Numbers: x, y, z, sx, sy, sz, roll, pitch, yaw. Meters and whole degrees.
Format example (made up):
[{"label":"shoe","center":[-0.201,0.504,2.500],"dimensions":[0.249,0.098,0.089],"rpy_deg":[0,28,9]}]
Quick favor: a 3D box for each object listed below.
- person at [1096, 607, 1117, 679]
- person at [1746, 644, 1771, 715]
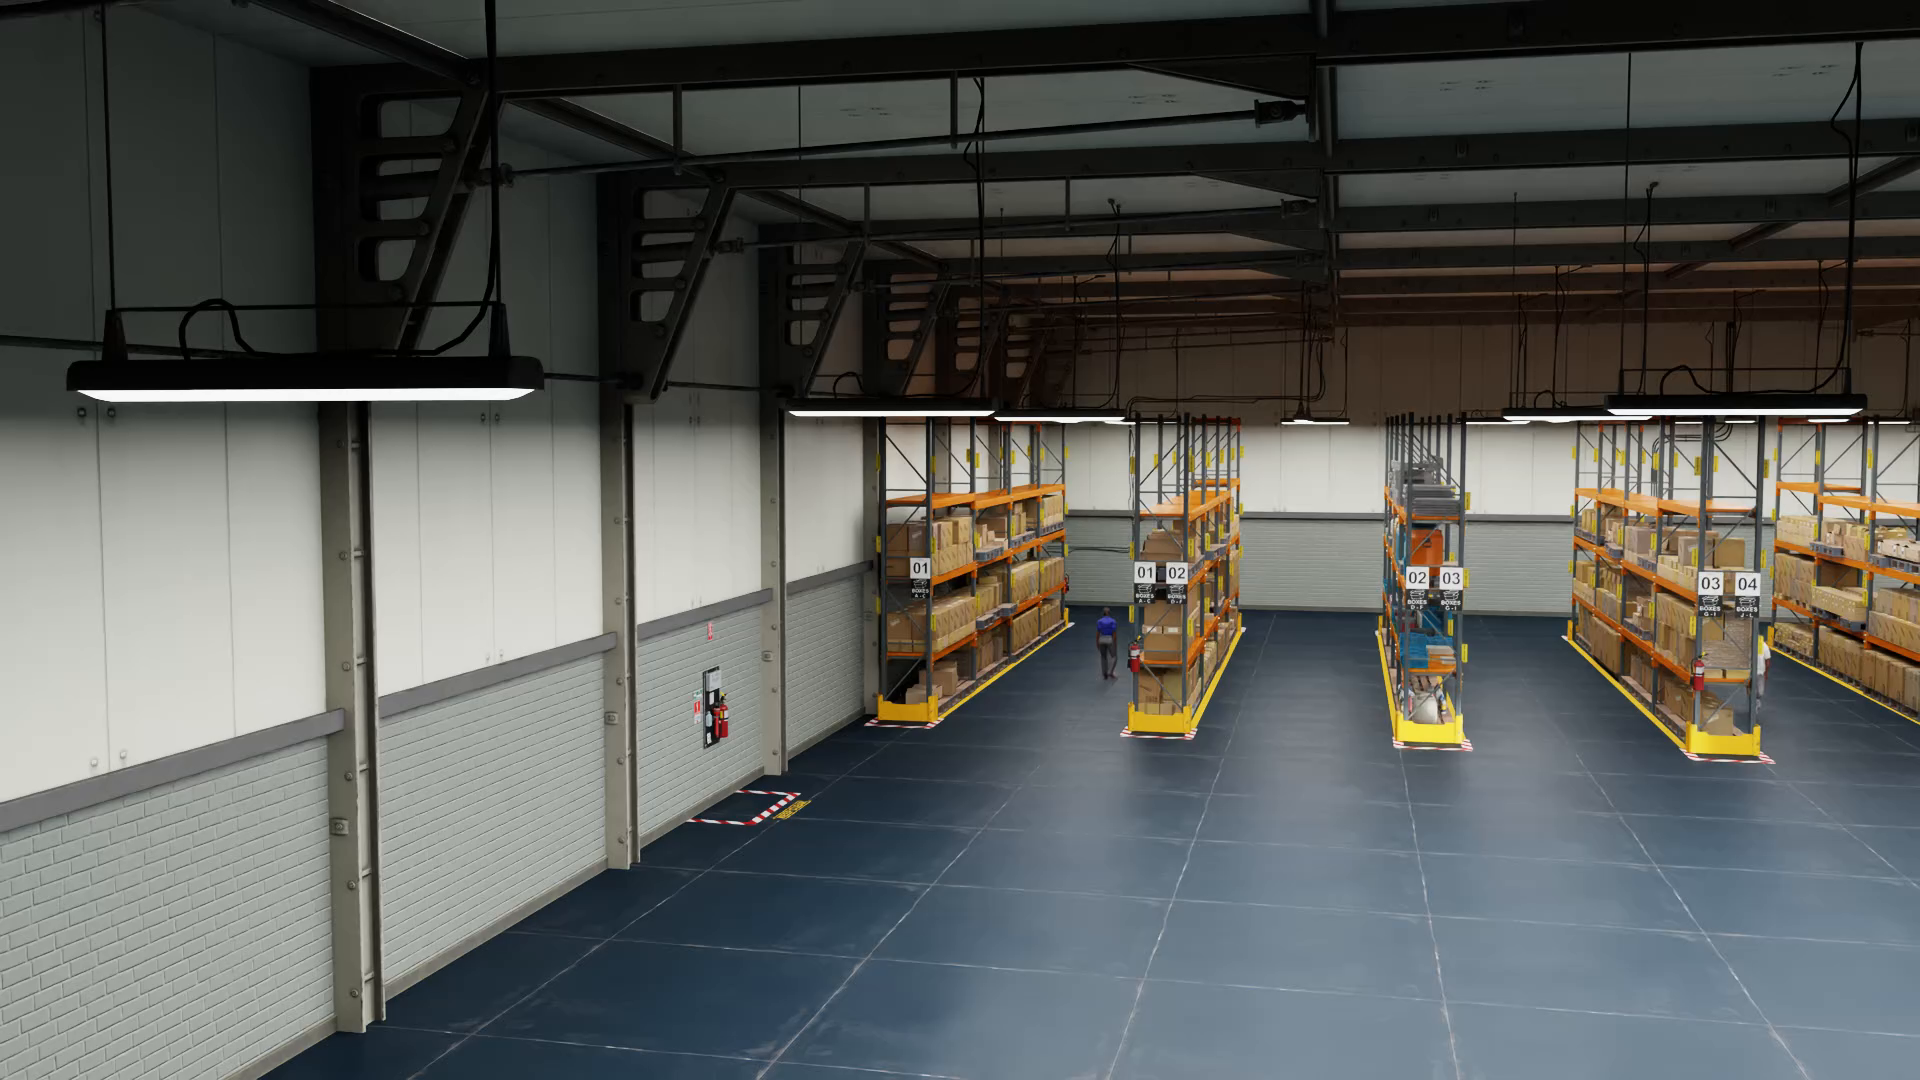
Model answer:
[{"label":"person","center":[3.340,2.349,37.762],"dimensions":[0.499,1.655,0.503],"rpy_deg":[1,4,11]},{"label":"person","center":[15.901,2.635,33.340],"dimensions":[0.616,1.676,0.764],"rpy_deg":[2,4,23]}]
